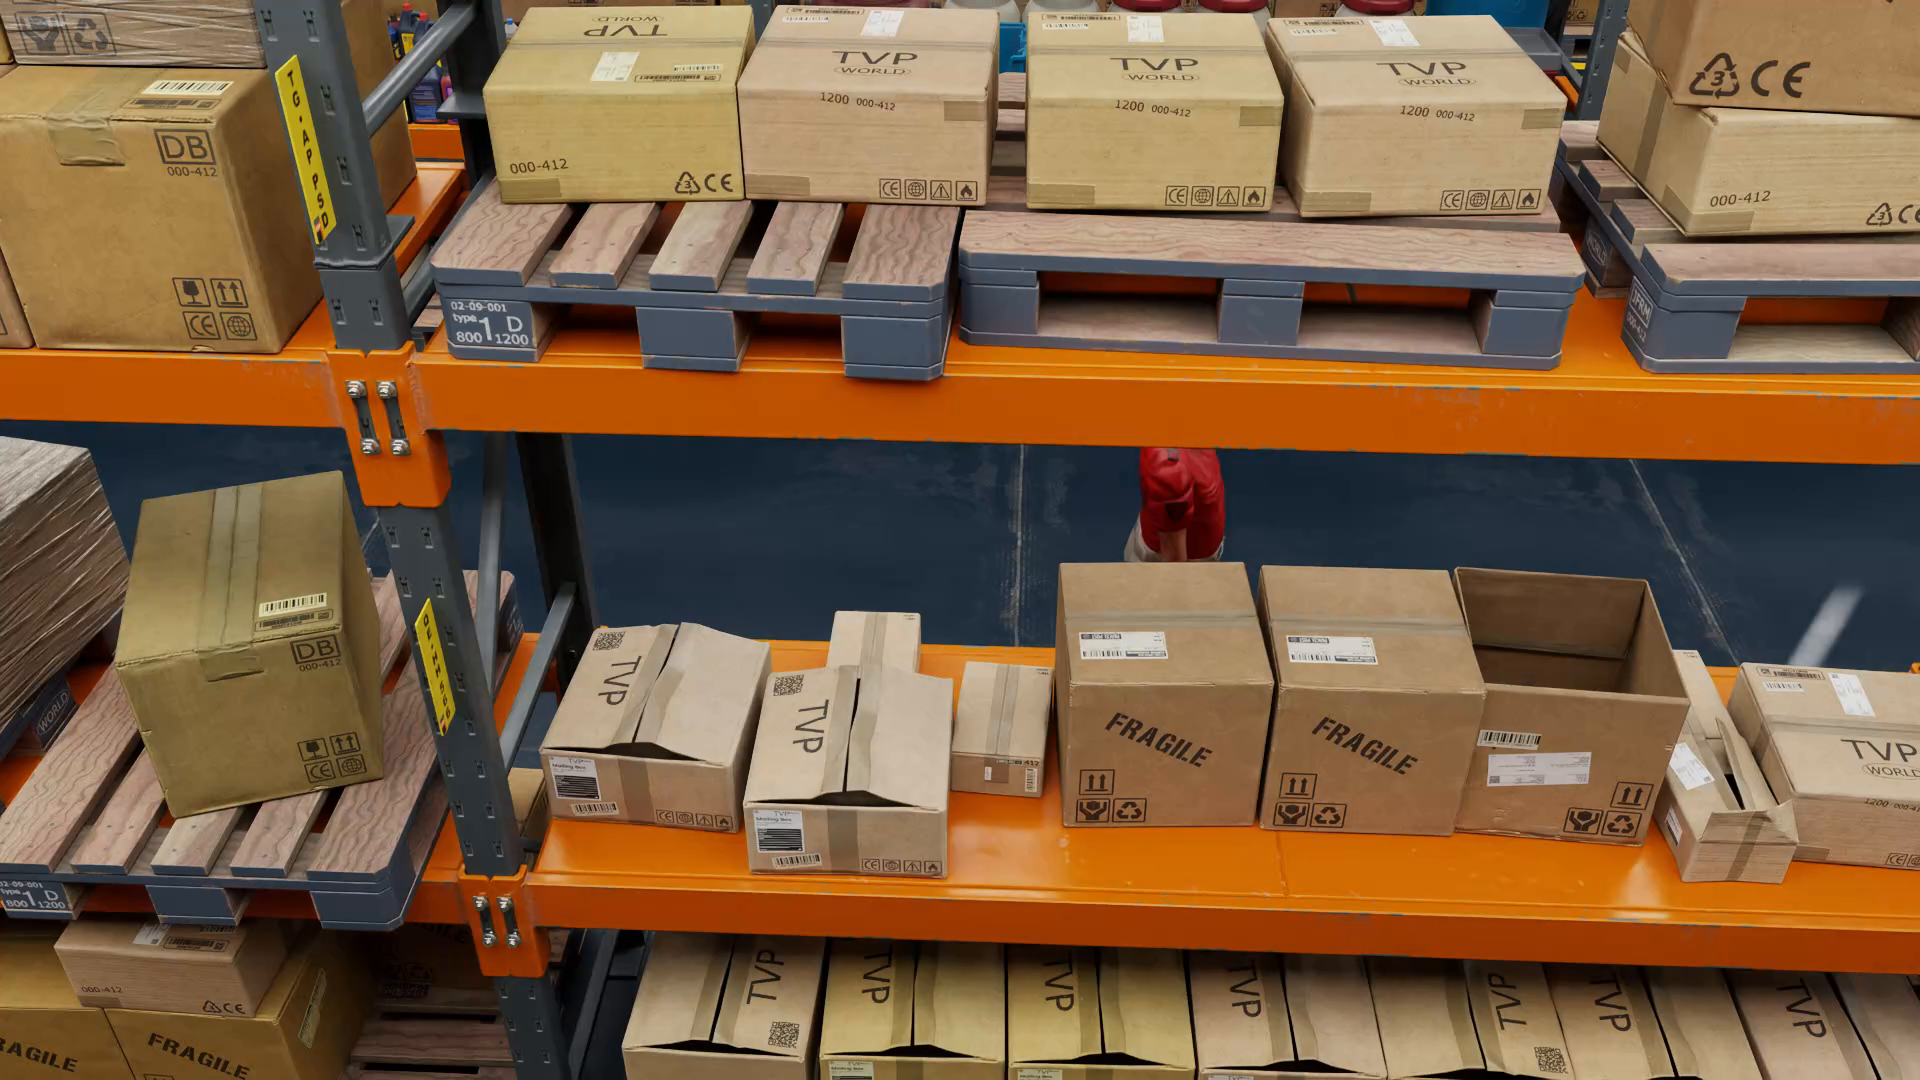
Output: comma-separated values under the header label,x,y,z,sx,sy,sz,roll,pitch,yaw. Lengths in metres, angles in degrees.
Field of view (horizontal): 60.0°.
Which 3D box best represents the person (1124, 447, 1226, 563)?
label,x,y,z,sx,sy,sz,roll,pitch,yaw
person,0.776,0.099,6.041,0.362,1.716,0.536,3,36,4
